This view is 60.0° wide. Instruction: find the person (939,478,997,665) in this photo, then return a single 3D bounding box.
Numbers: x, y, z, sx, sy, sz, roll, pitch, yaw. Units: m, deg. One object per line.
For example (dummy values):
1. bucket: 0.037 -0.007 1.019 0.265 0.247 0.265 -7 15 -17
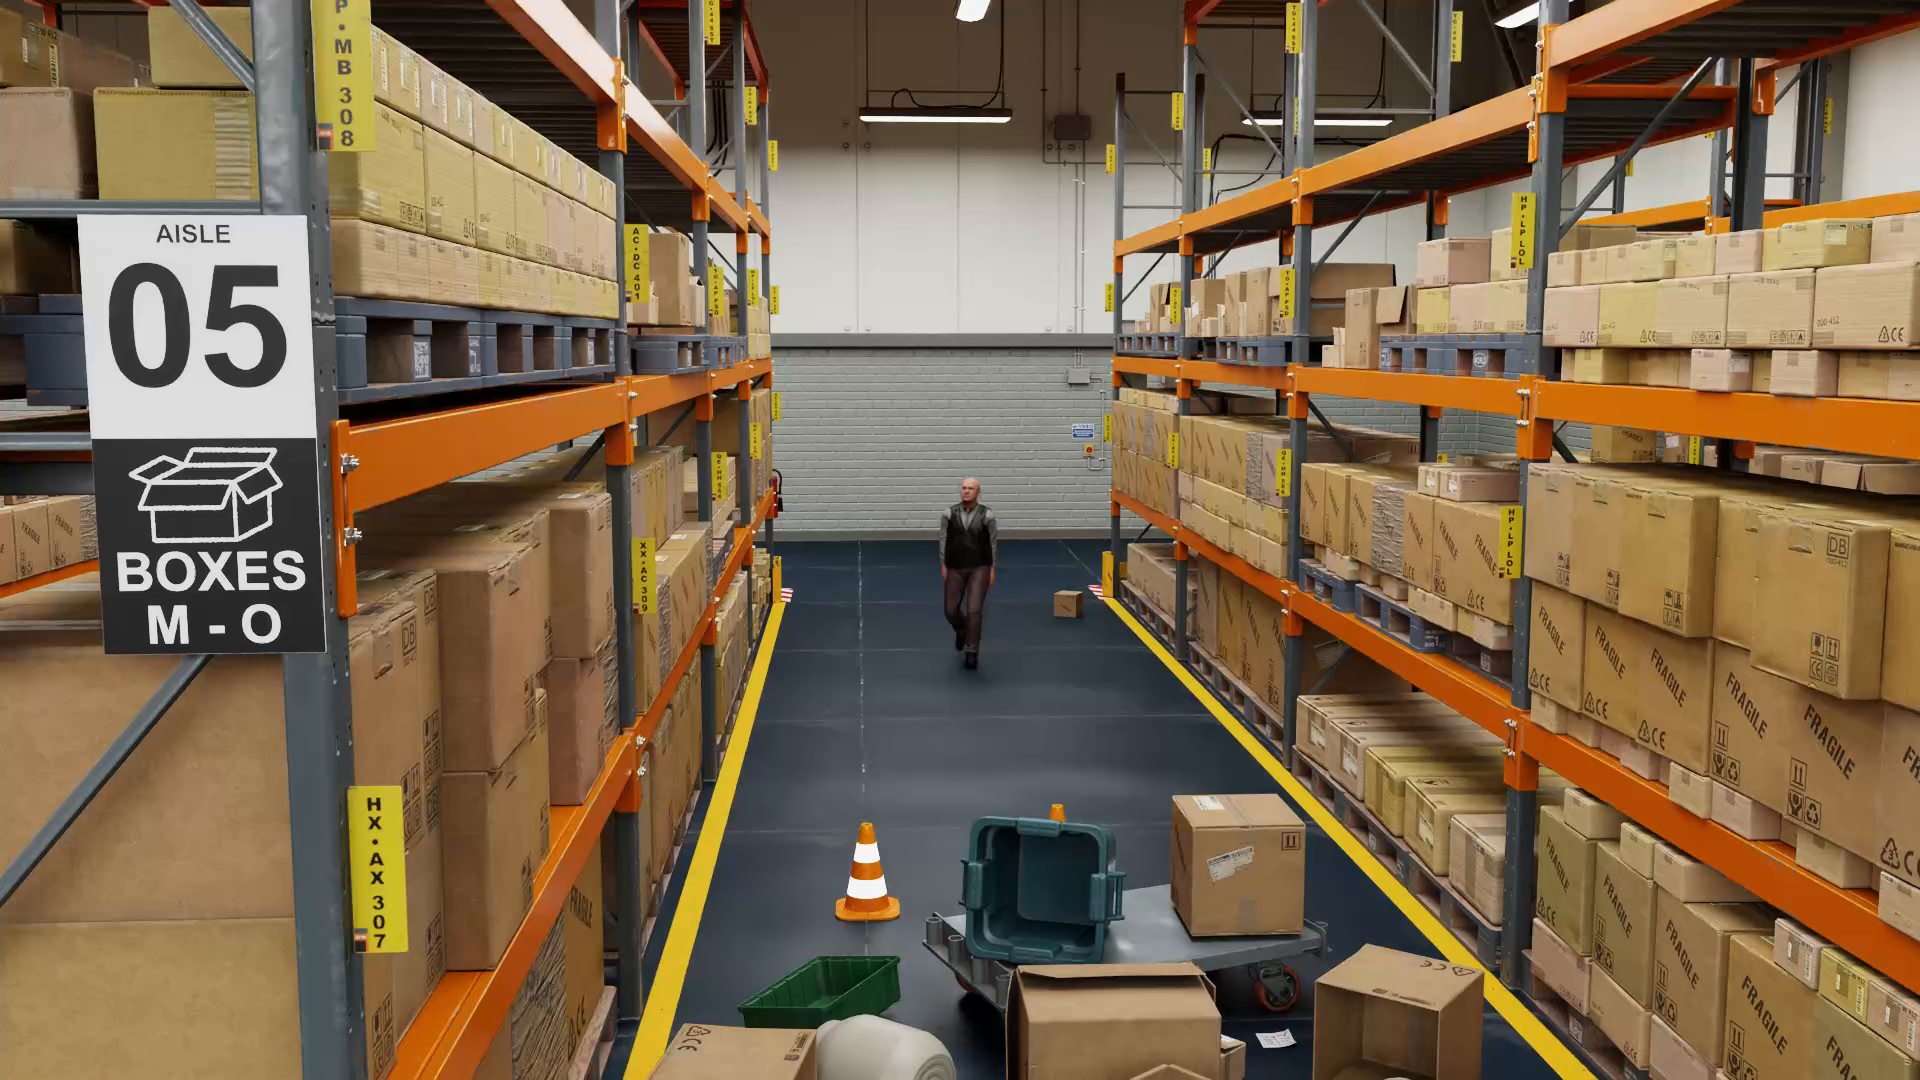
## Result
1. person: 0.070 0.276 15.416 0.542 1.703 0.697 1 7 8
